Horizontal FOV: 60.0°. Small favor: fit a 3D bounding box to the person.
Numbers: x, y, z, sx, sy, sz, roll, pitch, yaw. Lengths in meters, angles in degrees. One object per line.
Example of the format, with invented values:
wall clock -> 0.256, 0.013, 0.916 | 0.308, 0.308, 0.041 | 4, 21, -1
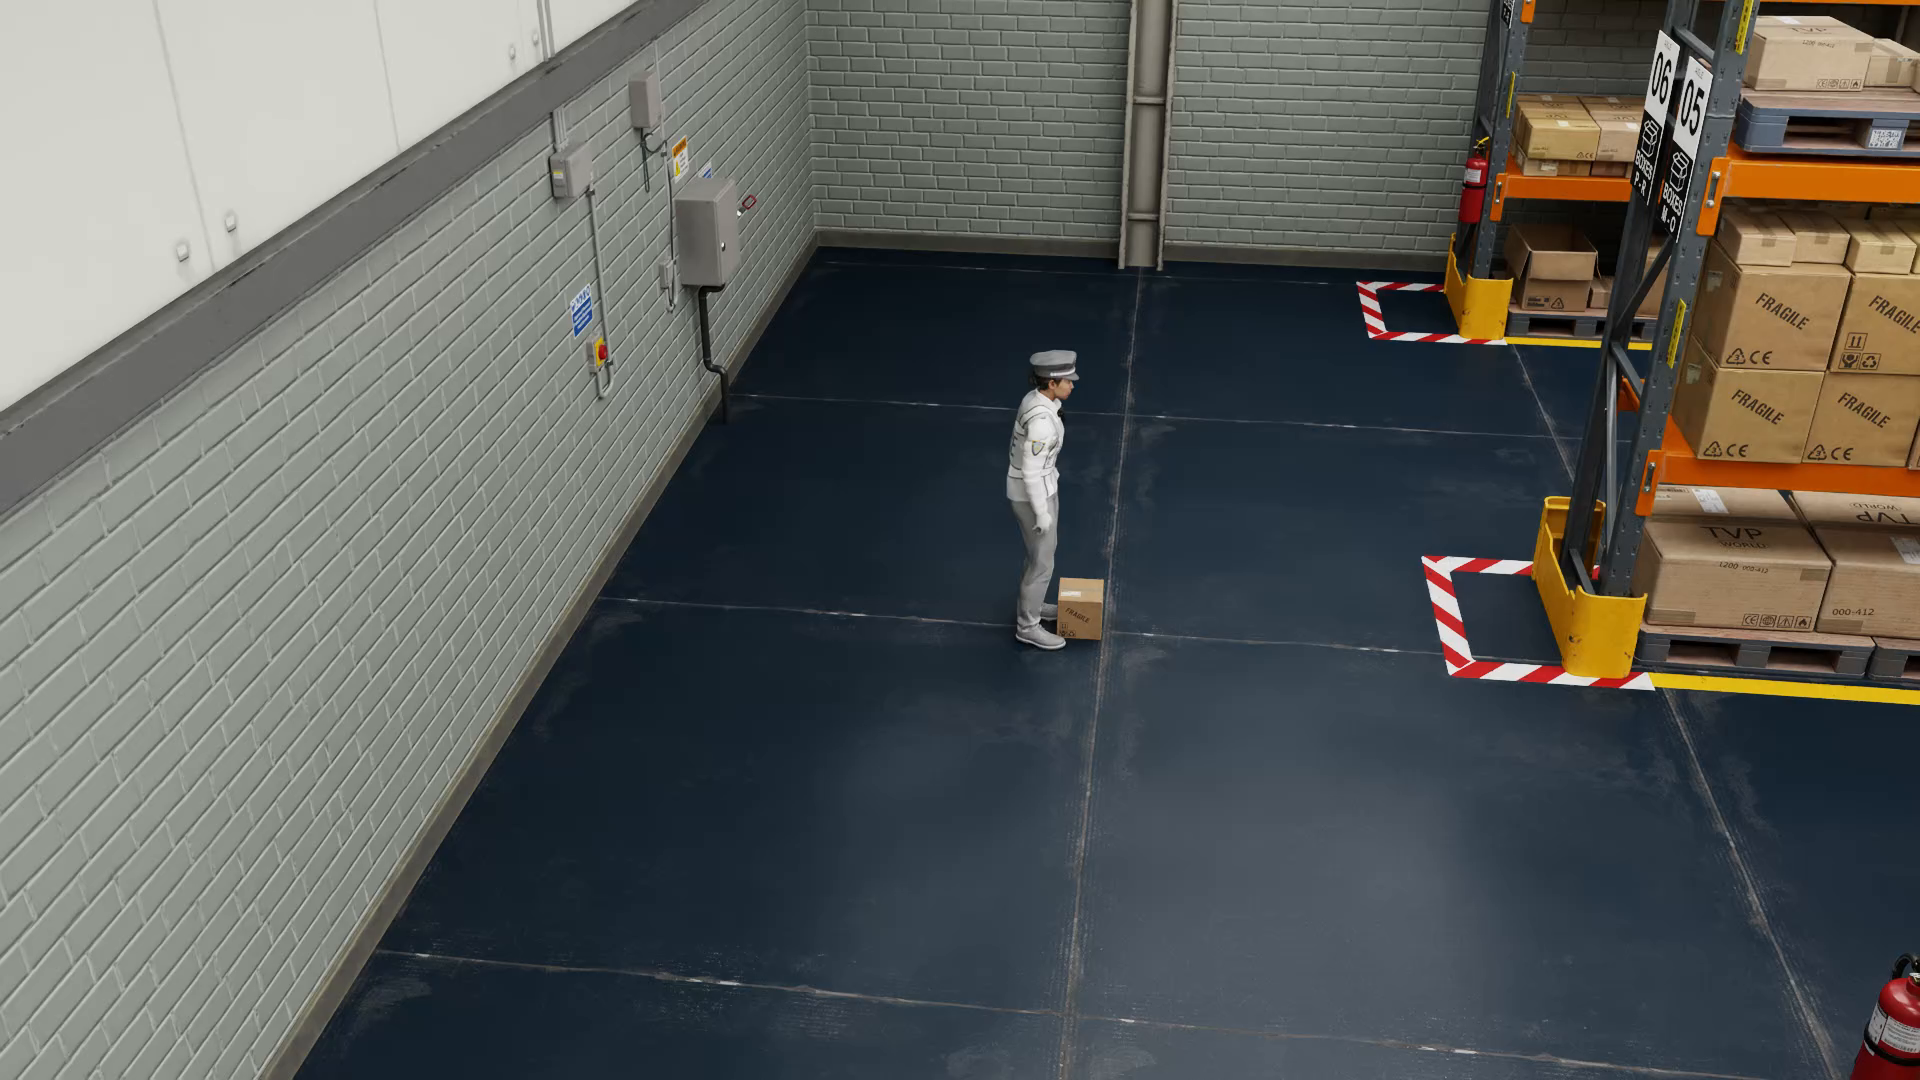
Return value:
person -> 0.436, -0.240, 9.061 | 0.373, 1.662, 0.526 | 3, 29, 5
